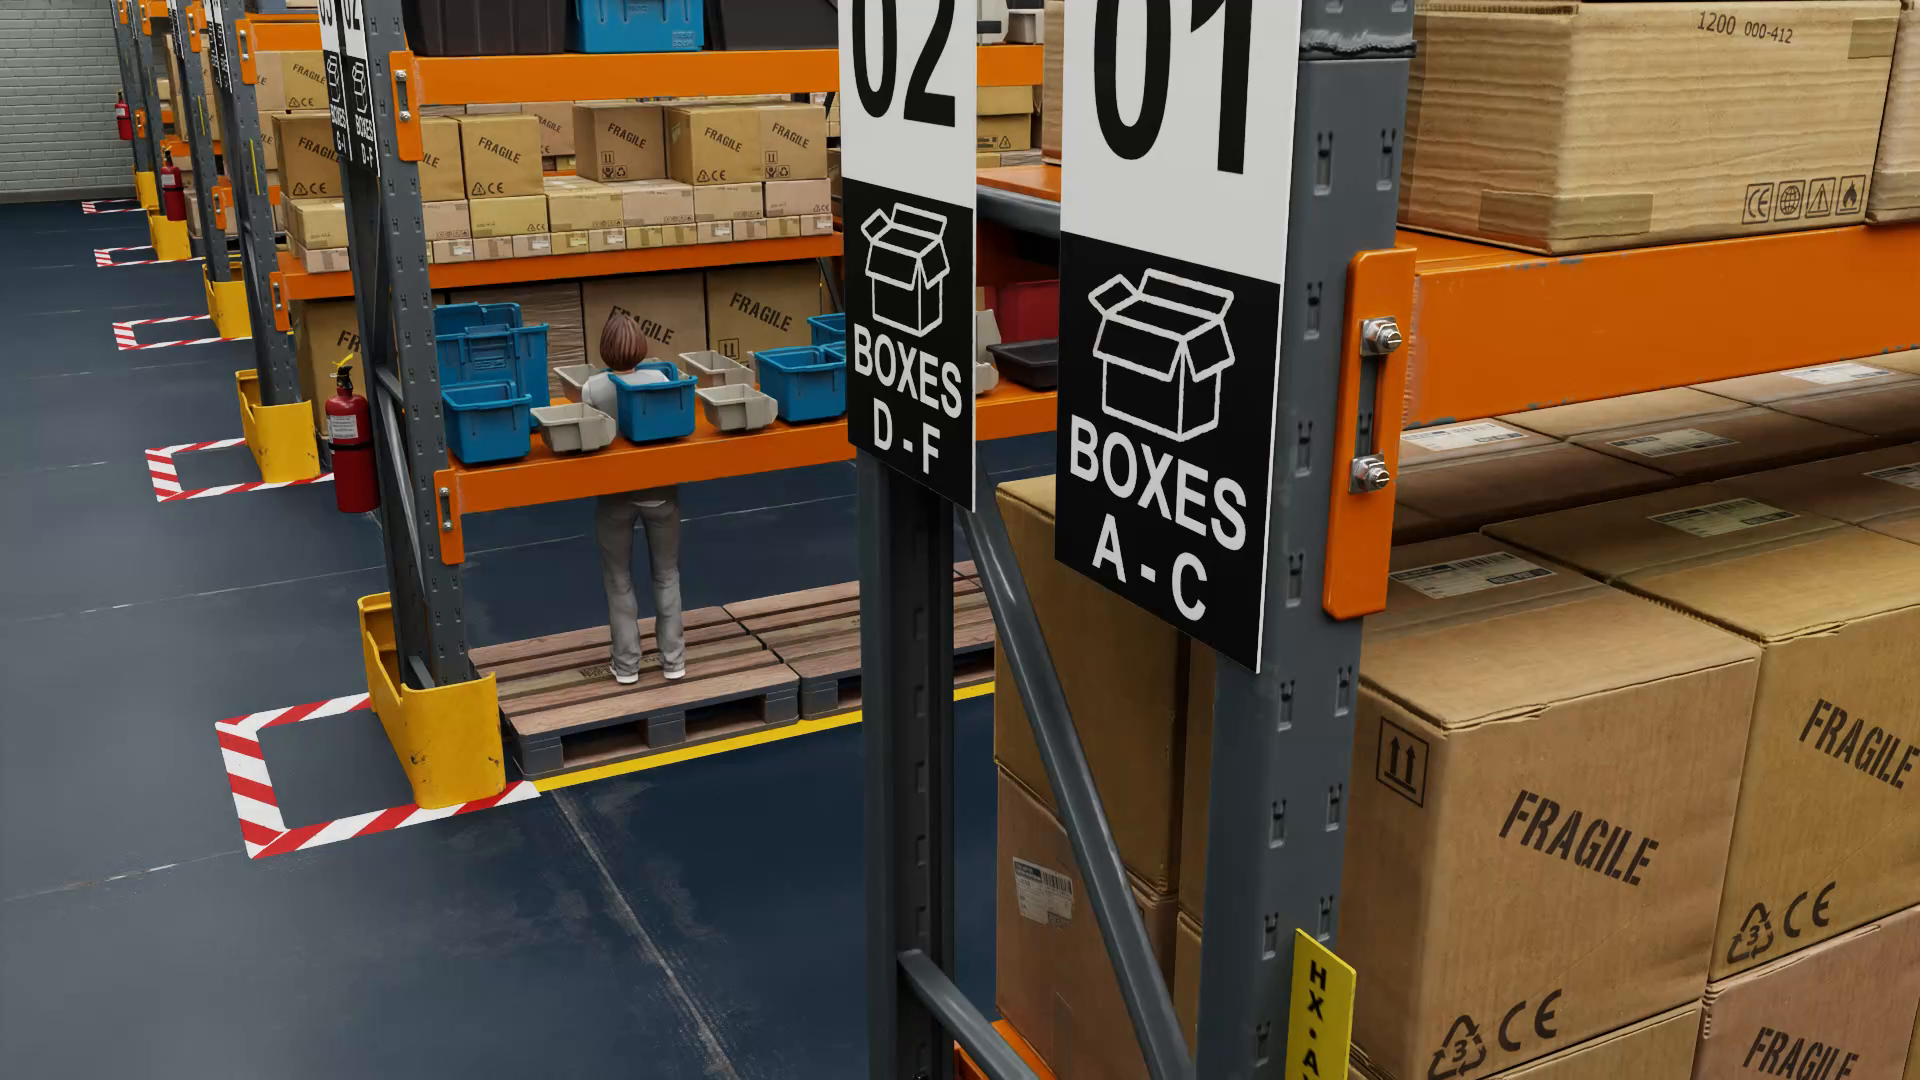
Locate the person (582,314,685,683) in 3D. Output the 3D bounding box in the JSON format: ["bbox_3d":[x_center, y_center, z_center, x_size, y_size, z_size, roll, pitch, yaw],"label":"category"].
[{"bbox_3d":[-1.373,-0.192,7.004,0.405,1.589,0.492,-5,19,-14],"label":"person"}]
